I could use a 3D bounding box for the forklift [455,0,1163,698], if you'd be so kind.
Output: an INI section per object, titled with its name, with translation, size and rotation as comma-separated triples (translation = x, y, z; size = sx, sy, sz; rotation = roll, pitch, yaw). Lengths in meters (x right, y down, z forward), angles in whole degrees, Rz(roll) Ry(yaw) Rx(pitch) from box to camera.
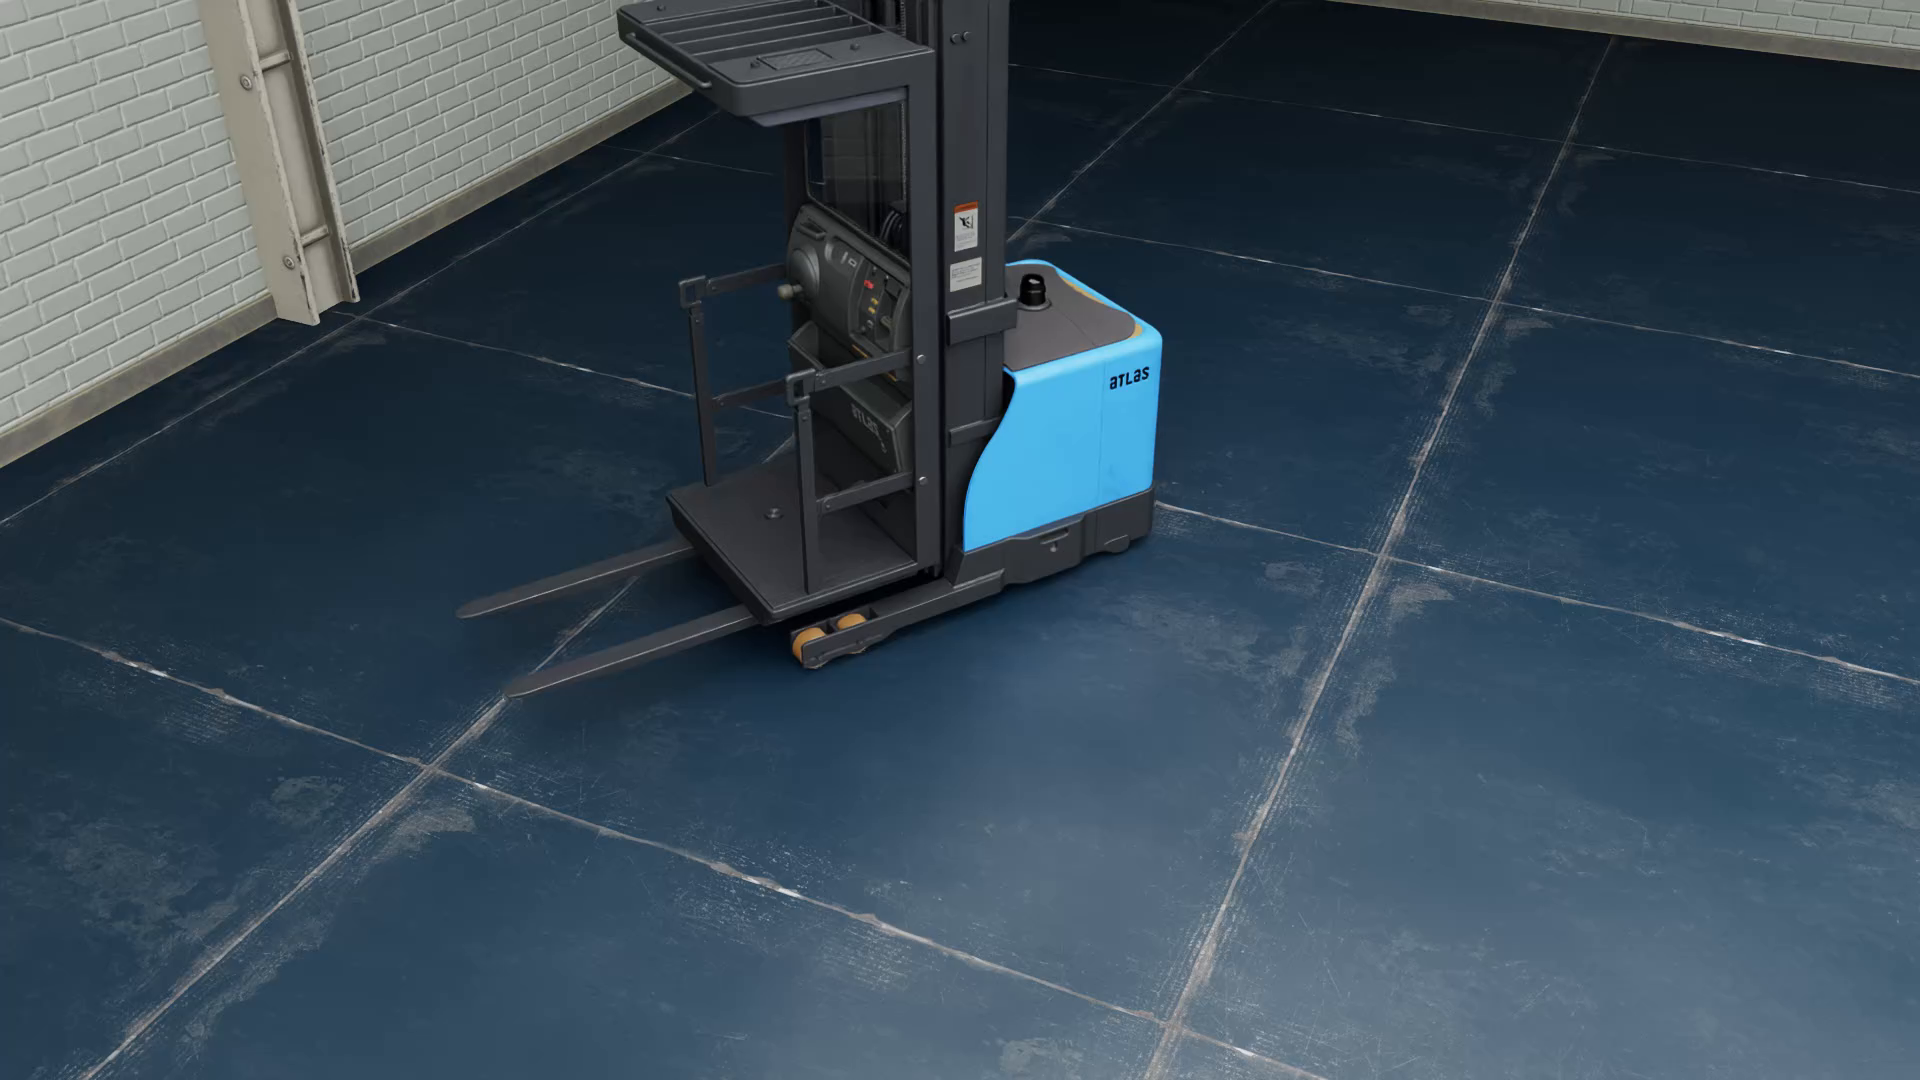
[forklift]
translation = -0.633, -1.023, 6.637
size = 3.031, 2.935, 1.130
rotation = -19, 38, -26

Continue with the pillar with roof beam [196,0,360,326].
[pillar with roof beam]
translation = 0.106, -4.152, 5.875
size = 9.100, 9.000, 0.400
rotation = 14, 36, 20
